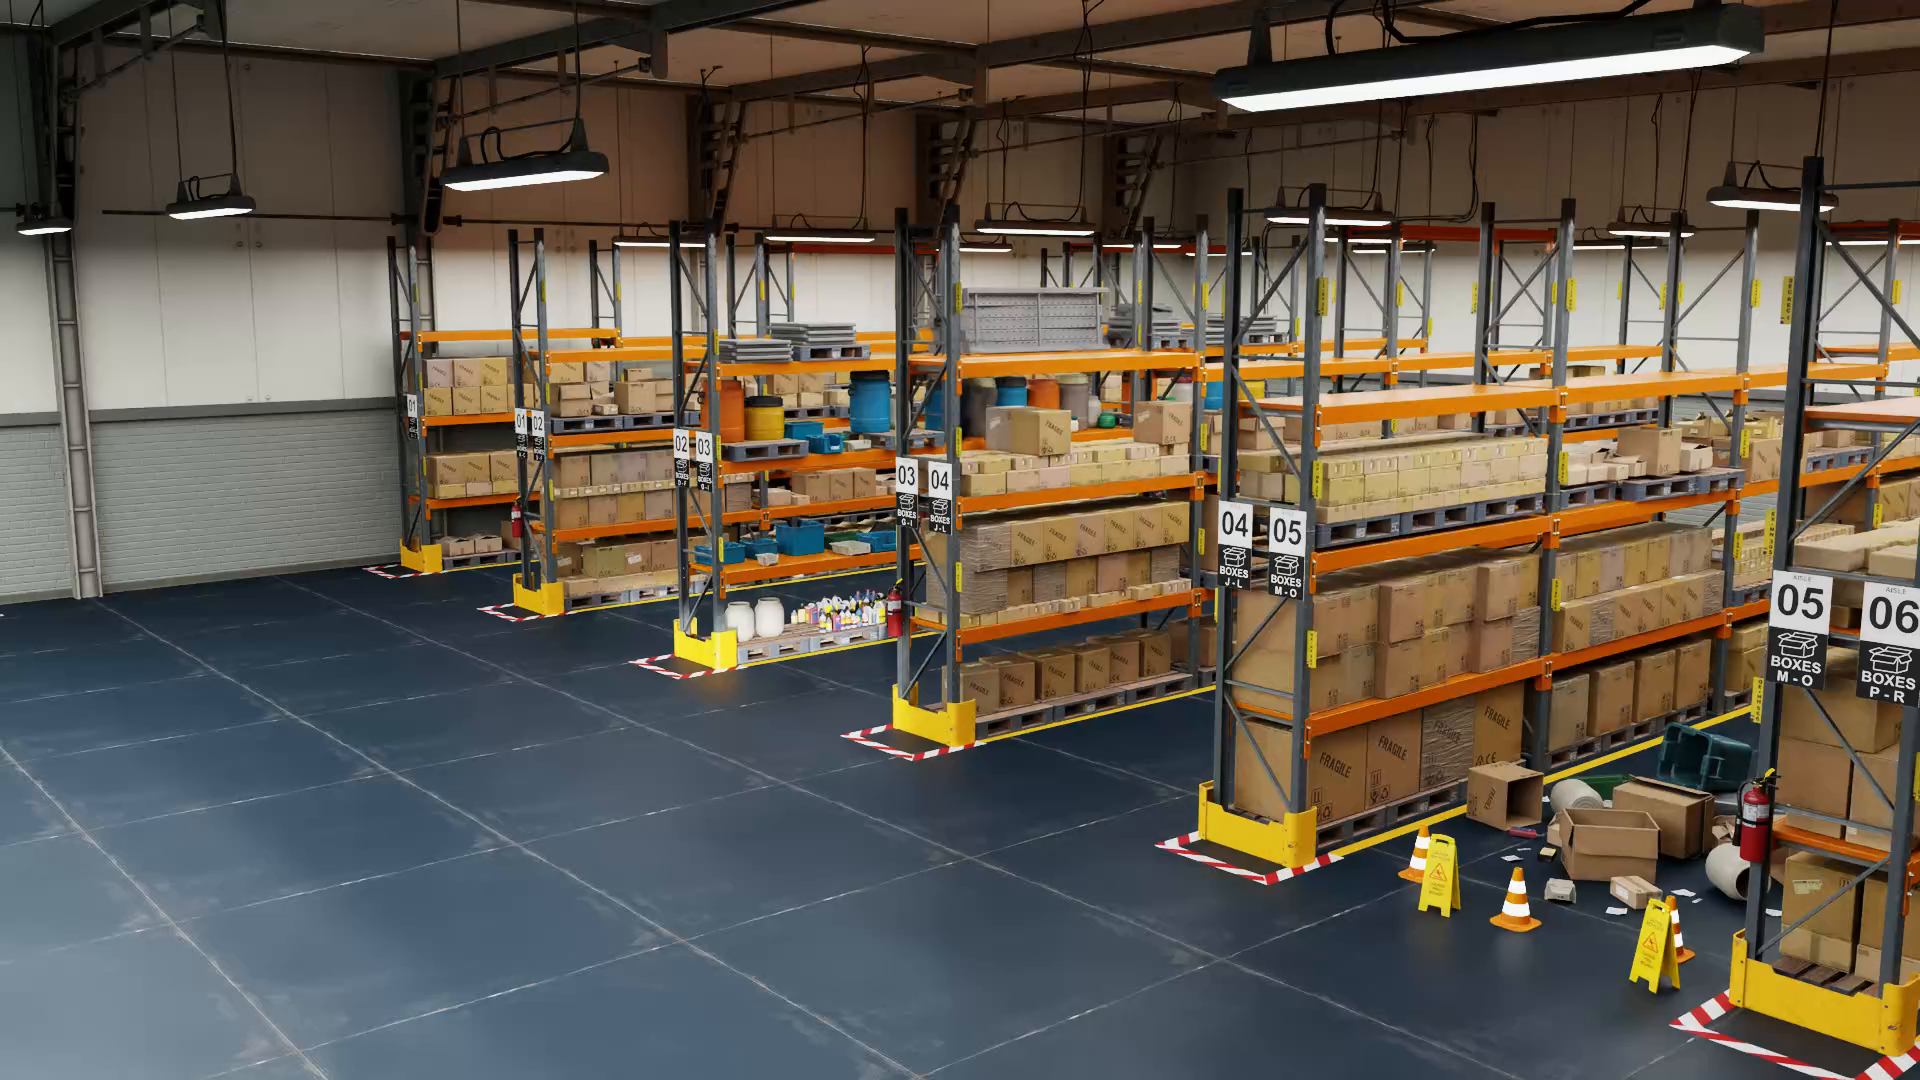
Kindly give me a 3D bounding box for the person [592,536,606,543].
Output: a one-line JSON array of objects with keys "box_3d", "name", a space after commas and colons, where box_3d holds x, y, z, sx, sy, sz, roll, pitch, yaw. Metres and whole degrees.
[{"box_3d": [-6.279, -0.141, 28.969, 0.649, 1.772, 0.677, -8, 12, -44], "name": "person"}]
